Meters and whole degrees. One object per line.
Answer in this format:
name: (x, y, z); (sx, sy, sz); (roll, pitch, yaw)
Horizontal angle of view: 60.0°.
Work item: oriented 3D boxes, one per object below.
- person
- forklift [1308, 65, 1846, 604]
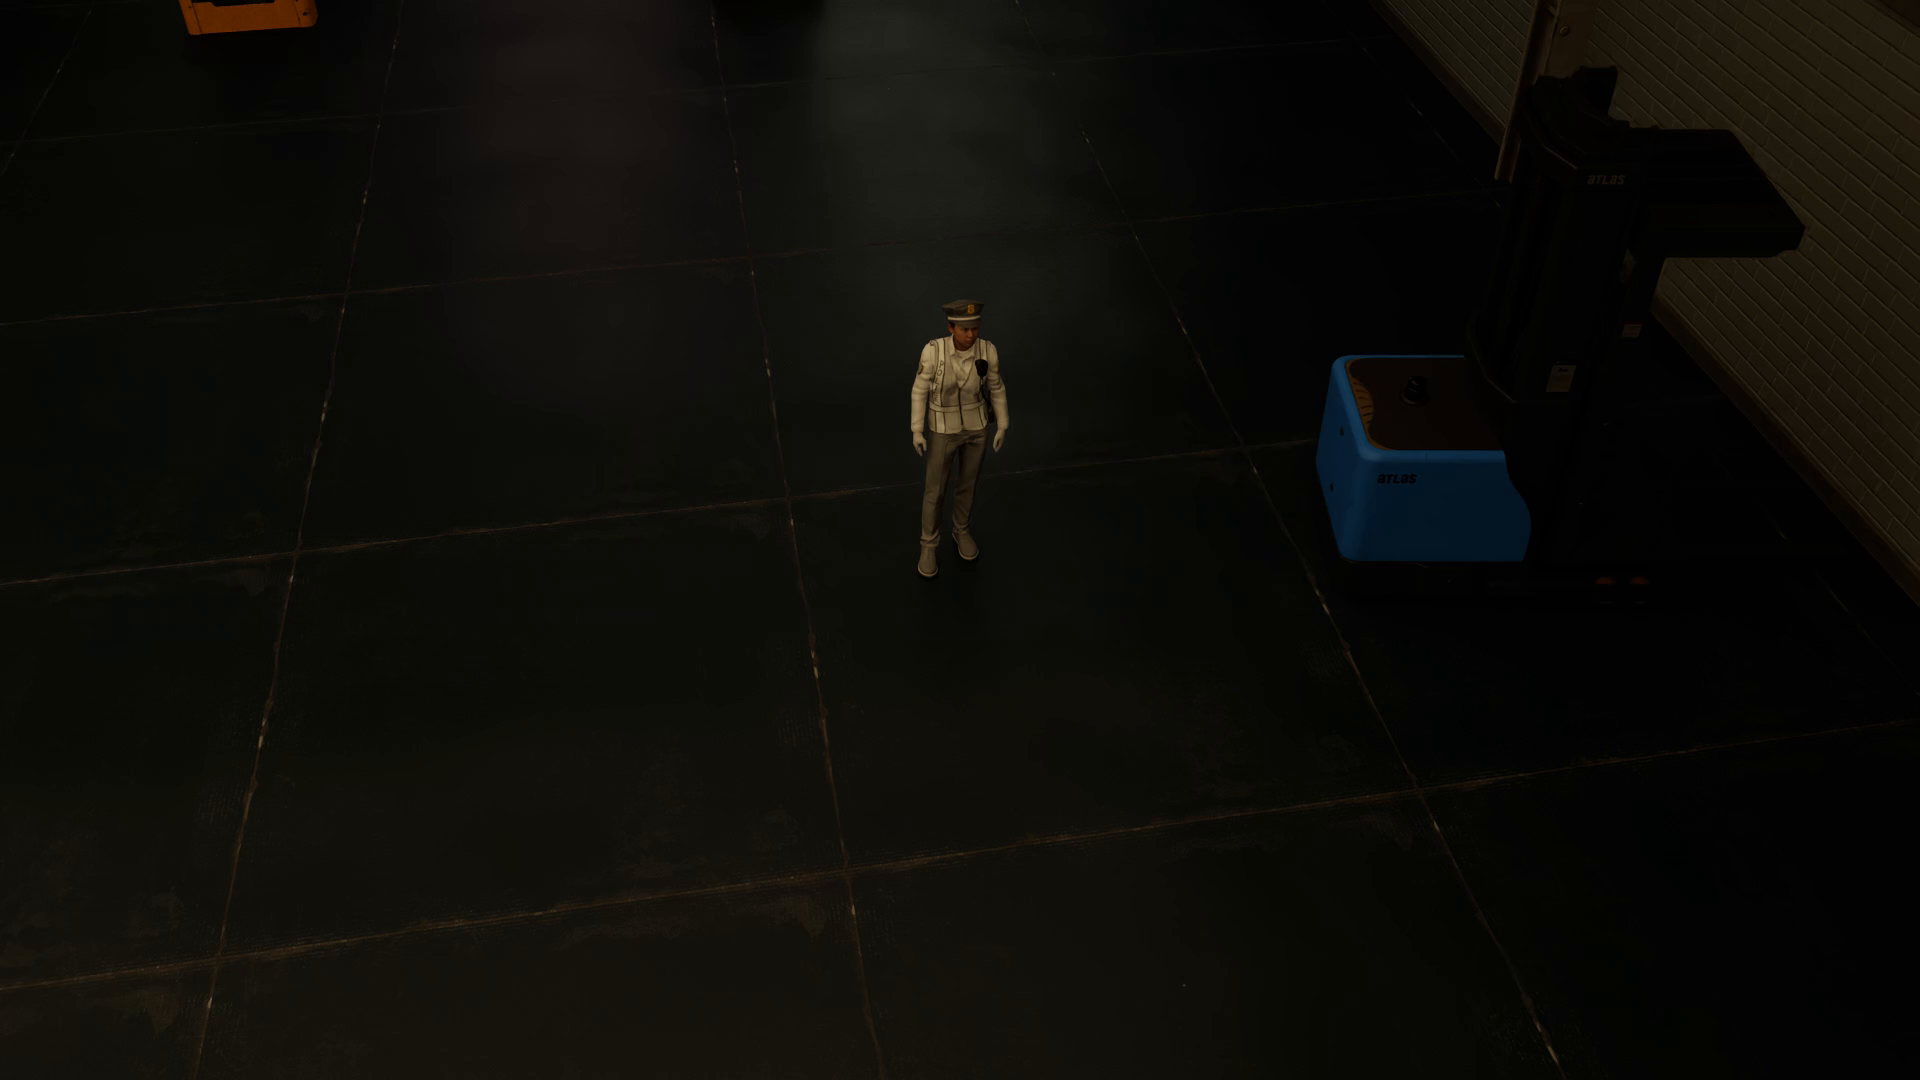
person: (0.005, -0.608, 9.616); (0.587, 1.696, 0.534); (-7, 41, -8)
forklift: (3.703, -1.086, 9.235); (3.031, 2.935, 1.130); (0, 40, 0)
